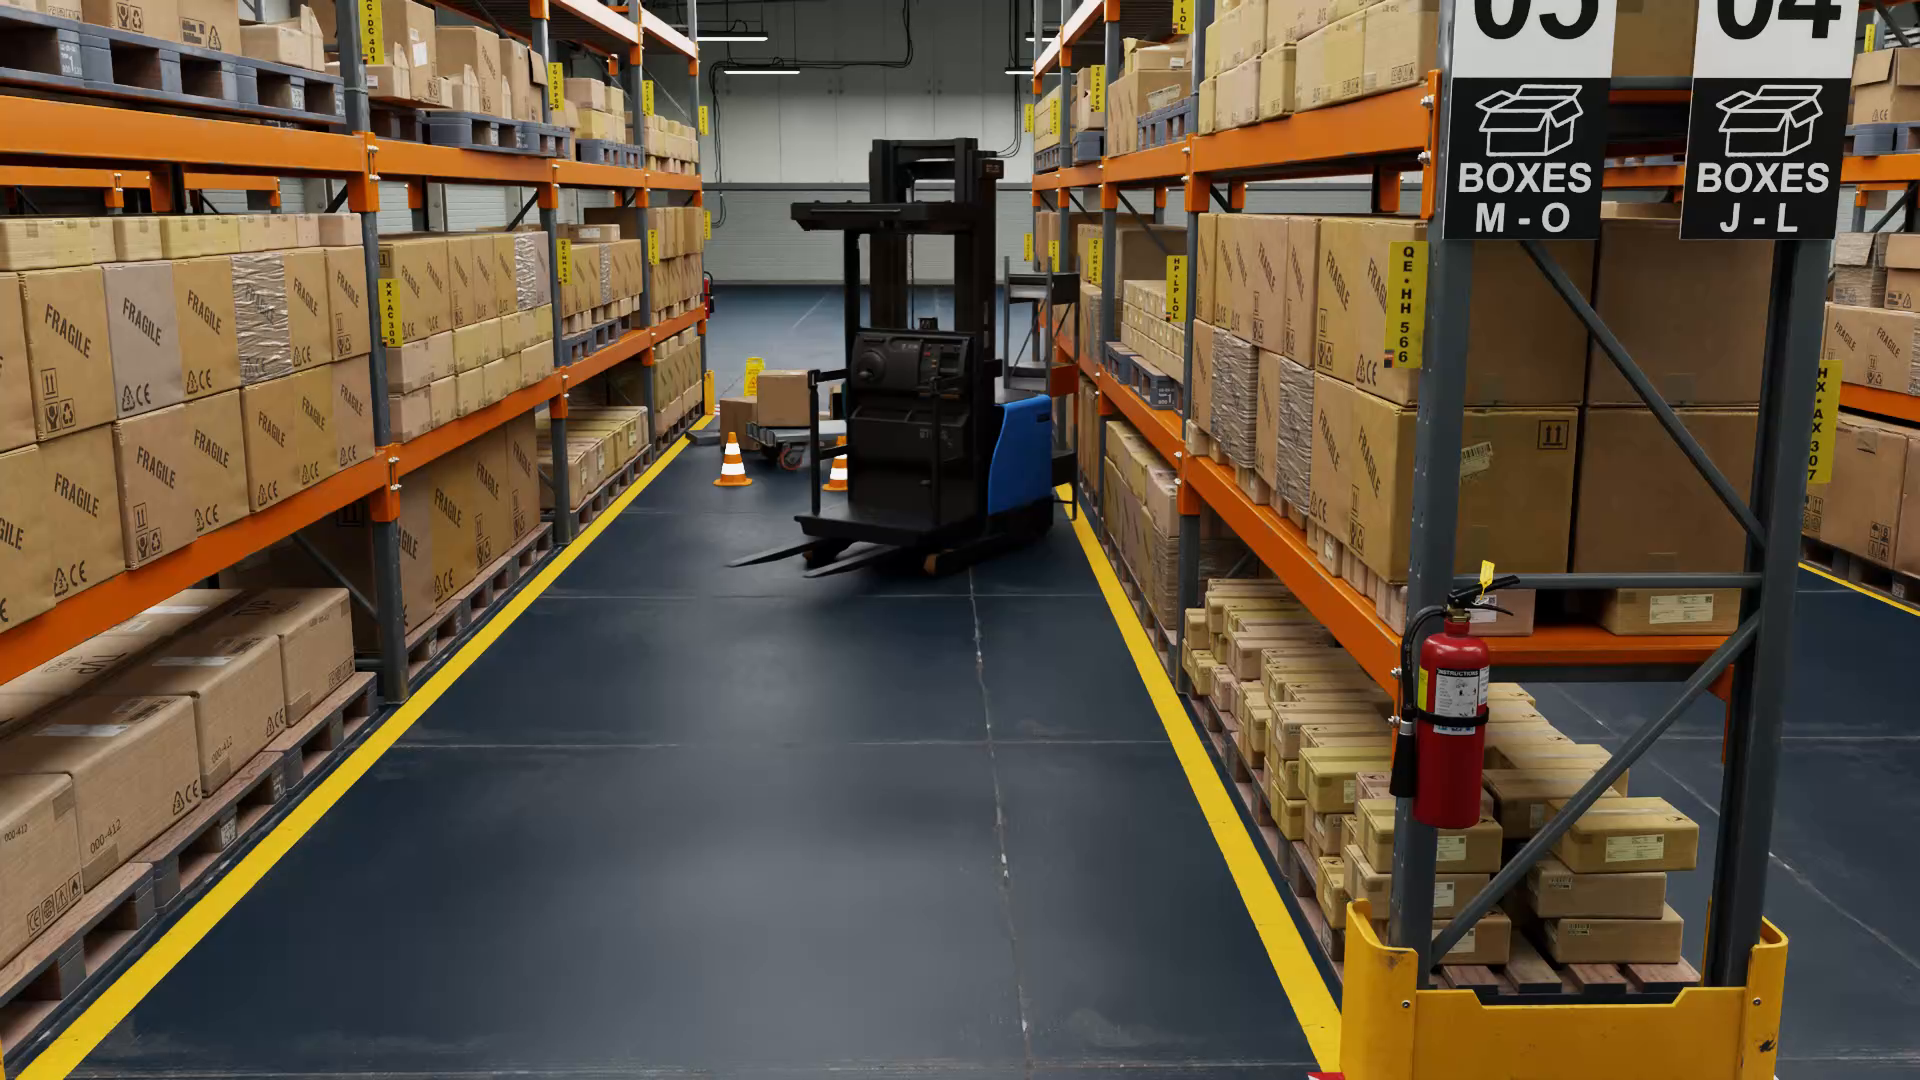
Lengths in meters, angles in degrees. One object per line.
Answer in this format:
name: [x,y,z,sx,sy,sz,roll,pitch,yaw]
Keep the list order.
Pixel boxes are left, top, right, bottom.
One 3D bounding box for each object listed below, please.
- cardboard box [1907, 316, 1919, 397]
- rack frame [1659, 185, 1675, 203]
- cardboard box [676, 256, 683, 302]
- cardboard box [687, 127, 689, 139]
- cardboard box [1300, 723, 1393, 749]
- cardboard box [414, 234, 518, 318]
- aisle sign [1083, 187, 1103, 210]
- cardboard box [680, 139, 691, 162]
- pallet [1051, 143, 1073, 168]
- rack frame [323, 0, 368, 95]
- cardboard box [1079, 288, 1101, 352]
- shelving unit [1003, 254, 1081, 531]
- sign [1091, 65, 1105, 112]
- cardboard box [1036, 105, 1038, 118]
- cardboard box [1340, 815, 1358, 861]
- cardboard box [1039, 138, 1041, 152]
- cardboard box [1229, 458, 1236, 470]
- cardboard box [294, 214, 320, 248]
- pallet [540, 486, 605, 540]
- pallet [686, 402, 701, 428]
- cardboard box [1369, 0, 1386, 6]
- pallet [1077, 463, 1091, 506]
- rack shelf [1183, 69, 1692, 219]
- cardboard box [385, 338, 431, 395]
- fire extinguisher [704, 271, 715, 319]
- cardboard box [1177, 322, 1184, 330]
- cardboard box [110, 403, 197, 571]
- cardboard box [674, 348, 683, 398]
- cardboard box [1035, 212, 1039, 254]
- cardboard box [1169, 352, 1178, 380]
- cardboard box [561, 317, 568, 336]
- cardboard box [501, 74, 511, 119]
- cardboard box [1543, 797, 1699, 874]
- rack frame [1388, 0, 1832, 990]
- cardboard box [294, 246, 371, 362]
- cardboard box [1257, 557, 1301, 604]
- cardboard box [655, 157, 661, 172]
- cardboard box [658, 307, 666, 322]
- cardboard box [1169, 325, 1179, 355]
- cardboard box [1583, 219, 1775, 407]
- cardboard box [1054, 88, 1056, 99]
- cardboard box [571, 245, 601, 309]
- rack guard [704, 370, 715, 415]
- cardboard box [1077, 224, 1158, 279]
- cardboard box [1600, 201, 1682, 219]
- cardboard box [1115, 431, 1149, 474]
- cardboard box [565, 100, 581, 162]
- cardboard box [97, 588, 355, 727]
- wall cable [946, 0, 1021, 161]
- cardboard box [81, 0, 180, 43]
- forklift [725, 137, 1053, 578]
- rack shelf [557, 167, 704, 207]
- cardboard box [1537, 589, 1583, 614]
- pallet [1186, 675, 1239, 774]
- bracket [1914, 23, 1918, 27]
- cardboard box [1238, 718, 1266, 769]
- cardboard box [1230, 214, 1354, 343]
cardboard box: [6.278,-1.121,10.291,0.500,0.500,0.500,0,11,-1]
rack frame: [6.422,-2.269,16.199,1.000,3.000,0.127,0,11,-1]
cardboard box: [-3.278,-2.812,17.874,0.500,0.500,0.500,0,11,0]
cardboard box: [-3.300,-4.644,18.986,0.380,0.149,0.250,0,11,0]
cardboard box: [1.422,0.759,5.889,0.380,0.149,0.250,-1,11,-3]
cardboard box: [-3.109,-1.670,10.479,0.500,0.500,0.500,0,11,-1]
aisle sign: [1.676,-4.353,19.934,0.394,0.787,0.004,0,11,-1]
cardboard box: [-3.293,-4.365,18.615,0.500,0.250,0.500,0,11,-2]
pallet: [1.454,-3.858,16.710,1.003,0.211,1.213,0,11,-1]
rack frame: [-3.321,-3.578,7.563,1.000,3.000,0.127,0,11,-1]
cardboard box: [1.246,-1.810,13.683,0.500,0.500,0.500,0,11,-2]
shelving unit: [0.637,-1.159,12.989,0.431,2.100,0.503,7,13,29]
sign: [0.988,-3.235,11.917,0.100,0.325,0.005,0,11,-1]
cardboard box: [1.071,-4.939,19.133,0.380,0.149,0.250,0,11,-1]
cardboard box: [1.461,1.006,5.420,0.380,0.149,0.250,-1,11,-2]
cardboard box: [1.081,-4.445,18.706,0.380,0.149,0.250,0,11,-1]
cardboard box: [1.442,-0.394,7.588,0.380,0.149,0.250,-1,11,-4]
cardboard box: [-3.100,-1.382,7.430,0.380,0.149,0.250,0,11,0]
pallet: [-3.418,-0.222,13.122,1.003,0.211,1.213,0,11,-1]
pallet: [-3.586,-1.480,19.323,1.003,0.211,1.213,0,11,-1]
cardboard box: [1.445,-1.615,4.553,0.500,0.250,0.500,-1,11,-3]
pallet: [1.580,-0.506,14.522,1.003,0.211,1.213,0,11,-1]
rack shelf: [1.667,-1.398,6.172,1.077,0.370,4.000,0,11,-1]
cardboard box: [-3.048,-0.898,8.561,0.500,0.250,0.500,-1,11,-3]
fire extinguisher: [-3.111,-3.010,20.047,0.296,0.674,0.183,0,11,-1]
cardboard box: [1.413,-1.236,9.189,0.380,0.149,0.250,-1,11,-3]
cardboard box: [-2.992,-0.190,5.700,0.500,0.500,0.500,0,11,-1]
cardboard box: [-3.260,-1.782,17.771,0.500,0.500,0.500,0,11,2]
cardboard box: [1.347,-3.593,19.630,0.875,0.550,0.550,0,11,-1]
cardboard box: [1.406,-0.990,9.471,0.380,0.149,0.250,-1,11,-4]
cardboard box: [-3.197,-1.637,12.662,0.380,0.149,0.250,-1,12,-5]
cardboard box: [-3.025,-2.771,10.410,0.396,0.266,0.258,-1,11,-3]
cardboard box: [2.037,0.911,5.142,0.380,0.149,0.250,-1,11,-4]
rack frame: [1.709,0.117,4.439,1.000,3.000,0.127,0,11,-1]
cardboard box: [-3.035,-1.084,7.593,0.500,0.500,0.500,0,11,-2]
cardboard box: [1.876,0.193,9.295,0.500,0.500,0.500,0,11,1]
cardboard box: [-3.273,-3.842,17.042,0.380,0.149,0.250,-1,11,-3]
cardboard box: [-3.235,-2.321,17.087,0.380,0.149,0.250,0,11,1]
cardboard box: [1.401,-1.141,9.467,0.380,0.149,0.250,-1,11,-3]
cardboard box: [1.965,-0.658,4.746,0.500,0.500,0.500,0,11,-2]
cardboard box: [1.129,-4.383,16.393,0.380,0.149,0.250,0,11,-1]
cardboard box: [-3.217,-2.133,13.474,0.500,0.500,0.500,0,11,0]
rack guard: [-3.567,-1.783,20.091,1.175,0.500,0.348,0,11,-1]
cardboard box: [1.477,-2.709,15.602,0.700,0.500,0.500,0,11,-2]
cardboard box: [6.298,-2.610,15.316,1.000,1.000,1.000,0,11,-1]
cardboard box: [1.326,-0.583,11.233,0.500,0.250,0.500,0,11,-2]
cardboard box: [-3.464,-3.257,13.264,0.797,0.503,0.637,0,11,-1]
cardboard box: [-3.415,0.537,7.755,0.875,0.438,0.875,0,11,-2]
wall cable: [0.715,-14.057,50.663,2.305,6.003,0.169,0,11,-1]
cardboard box: [-3.130,-2.018,5.859,0.500,0.500,0.500,0,11,0]
forklift: [-0.458,-1.283,11.511,1.130,2.935,3.031,7,13,29]
rack shelf: [-3.528,-3.743,17.731,1.077,0.370,4.000,0,11,-1]
cardboard box: [1.983,0.124,5.037,0.380,0.149,0.250,0,11,1]
pallet: [1.675,0.822,7.979,1.003,0.211,1.213,0,11,-1]
bracket: [21.340,-11.353,36.833,0.235,0.232,0.430,0,11,-1]
cardboard box: [1.380,0.844,6.967,0.380,0.149,0.250,-1,11,-3]
cardboard box: [1.397,-1.069,6.771,0.500,0.500,0.500,0,11,0]
